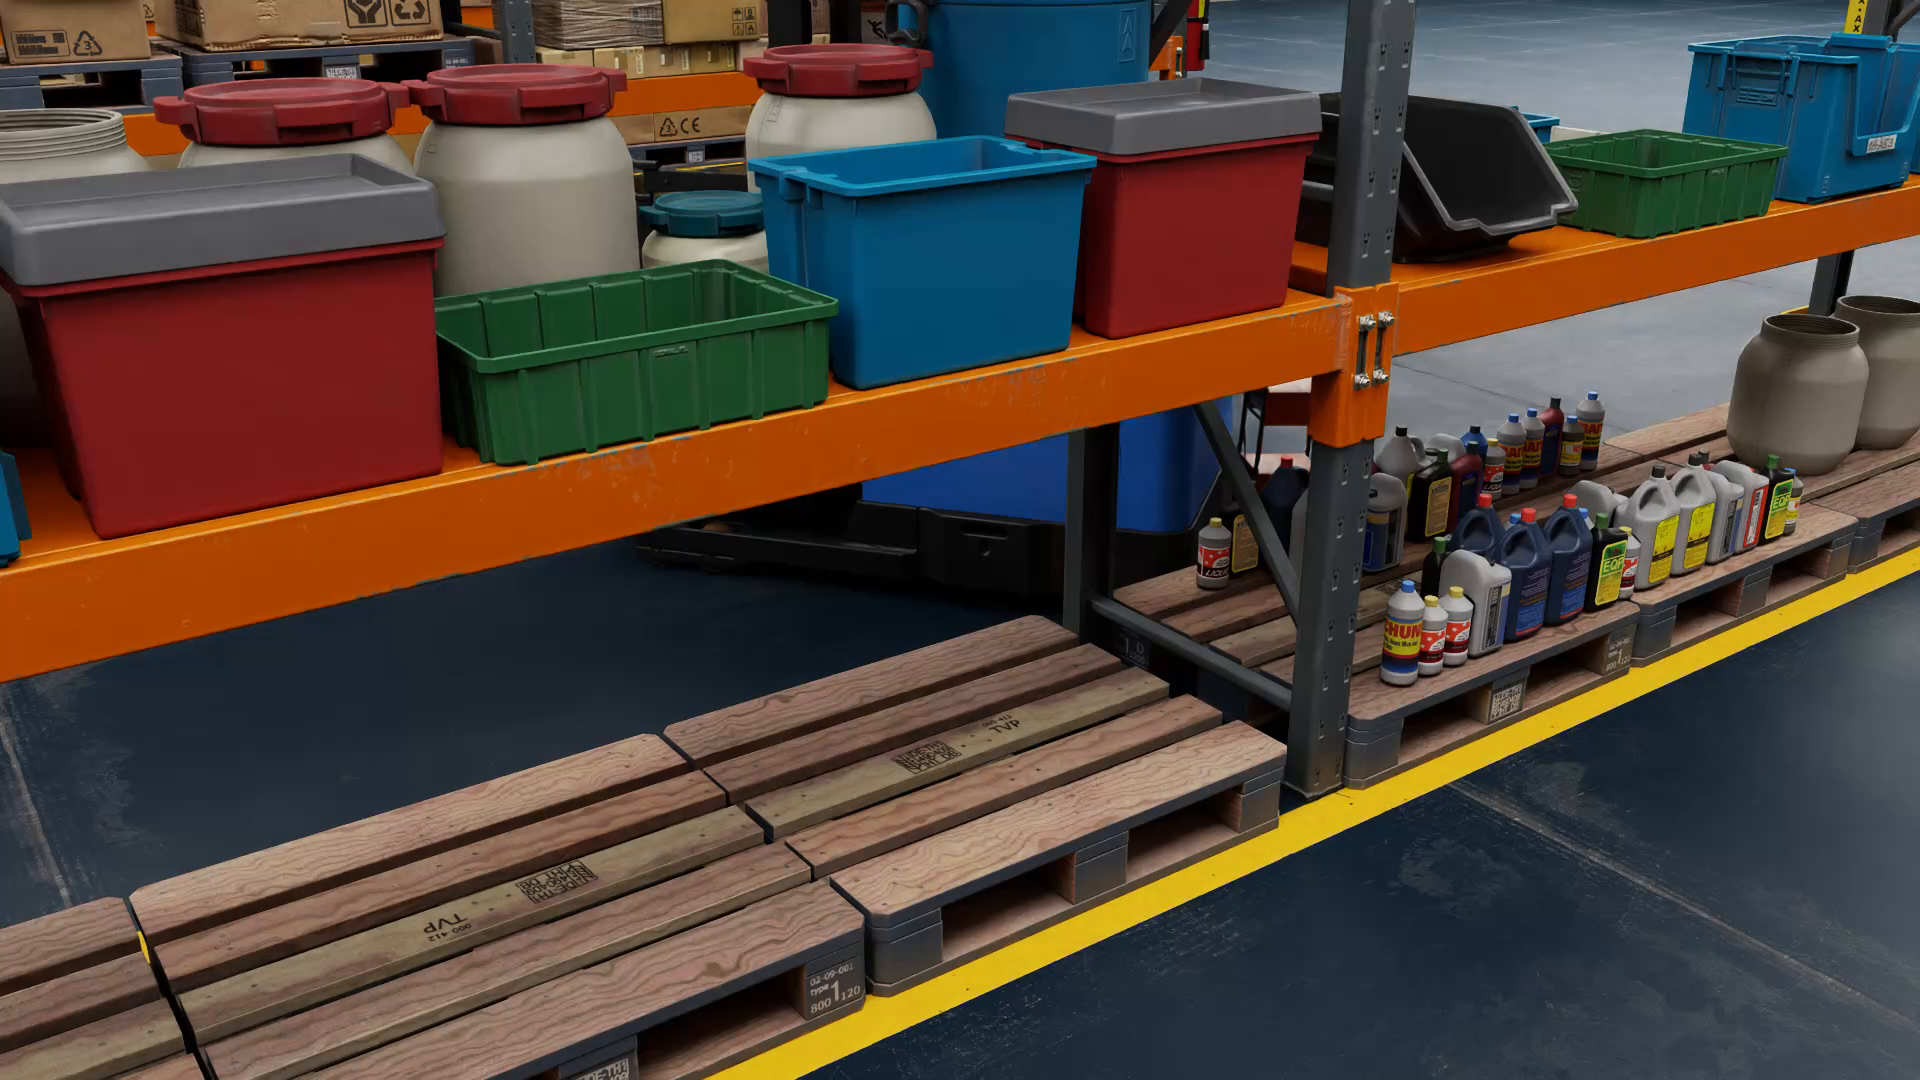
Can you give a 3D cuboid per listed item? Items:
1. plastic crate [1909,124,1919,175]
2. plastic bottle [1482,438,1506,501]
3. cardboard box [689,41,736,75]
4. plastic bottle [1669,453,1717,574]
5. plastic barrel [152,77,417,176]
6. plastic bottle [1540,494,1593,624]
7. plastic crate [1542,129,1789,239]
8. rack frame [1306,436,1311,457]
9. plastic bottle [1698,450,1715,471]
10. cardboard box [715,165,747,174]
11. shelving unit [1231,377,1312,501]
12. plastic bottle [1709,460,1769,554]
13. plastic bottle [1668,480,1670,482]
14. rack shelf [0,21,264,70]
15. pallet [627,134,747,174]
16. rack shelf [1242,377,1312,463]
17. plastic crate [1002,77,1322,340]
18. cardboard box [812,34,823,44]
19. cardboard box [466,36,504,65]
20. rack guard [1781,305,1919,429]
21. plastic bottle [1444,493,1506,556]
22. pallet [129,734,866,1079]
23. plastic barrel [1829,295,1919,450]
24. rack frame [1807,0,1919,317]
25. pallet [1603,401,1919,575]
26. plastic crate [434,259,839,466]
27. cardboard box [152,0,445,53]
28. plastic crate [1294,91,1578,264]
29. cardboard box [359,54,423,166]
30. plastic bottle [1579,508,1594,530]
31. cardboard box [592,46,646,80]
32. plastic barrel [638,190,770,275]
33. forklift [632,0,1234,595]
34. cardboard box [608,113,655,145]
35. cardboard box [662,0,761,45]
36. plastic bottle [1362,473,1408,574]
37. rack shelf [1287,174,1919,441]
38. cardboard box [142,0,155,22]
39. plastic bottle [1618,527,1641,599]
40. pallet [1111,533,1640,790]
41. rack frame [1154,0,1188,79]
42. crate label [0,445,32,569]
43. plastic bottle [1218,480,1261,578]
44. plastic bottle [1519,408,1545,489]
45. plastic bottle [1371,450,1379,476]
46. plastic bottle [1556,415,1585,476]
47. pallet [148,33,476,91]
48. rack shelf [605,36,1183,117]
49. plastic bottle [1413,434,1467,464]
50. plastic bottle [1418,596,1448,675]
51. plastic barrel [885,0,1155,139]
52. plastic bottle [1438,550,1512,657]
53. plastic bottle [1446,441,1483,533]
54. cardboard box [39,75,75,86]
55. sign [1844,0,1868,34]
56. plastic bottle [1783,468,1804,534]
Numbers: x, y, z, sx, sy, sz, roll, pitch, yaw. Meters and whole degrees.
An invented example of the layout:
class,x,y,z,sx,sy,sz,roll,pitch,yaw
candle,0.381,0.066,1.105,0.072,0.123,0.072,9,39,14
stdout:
class,x,y,z,sx,sy,sz,roll,pitch,yaw
plastic crate,3.128,-1.349,5.431,0.408,0.251,0.499,-15,26,-33
plastic bottle,1.797,-0.244,5.643,0.097,0.201,0.097,0,22,0
cardboard box,-1.304,-2.389,8.175,0.250,0.149,0.380,-15,26,-33
plastic bottle,2.190,-0.087,5.047,0.185,0.351,0.144,-14,26,-31
plastic barrel,-1.208,-0.559,3.068,0.433,0.535,0.433,0,22,0
plastic bottle,1.694,0.045,4.716,0.185,0.351,0.144,-16,27,-35
plastic crate,1.910,-1.000,4.642,0.662,0.188,0.450,-15,26,-33
rack frame,1.210,-0.422,5.533,0.008,1.050,0.200,0,22,-9
plastic bottle,2.372,-0.155,5.308,0.133,0.283,0.061,-15,26,-33
cardboard box,-0.982,-1.773,9.098,0.500,0.500,0.500,-18,28,-37
shelving unit,1.090,-0.421,5.515,0.252,1.050,0.215,0,22,-9
plastic bottle,2.435,-0.119,5.229,0.135,0.276,0.152,-15,26,-32
plastic bottle,2.235,-0.088,5.252,0.097,0.201,0.097,0,22,0
rack shelf,-6.687,-3.127,10.656,4.000,0.370,1.077,-15,26,-33
pallet,-2.420,-3.268,13.801,1.213,0.211,1.003,-15,26,-33
rack shelf,1.089,-0.411,5.519,0.240,0.259,0.215,0,22,-9
plastic crate,0.429,-0.723,3.574,0.583,0.464,0.402,-15,26,-33
cardboard box,-0.899,-2.497,8.446,0.250,0.149,0.380,-15,26,-33
cardboard box,-2.246,-2.398,8.198,0.250,0.149,0.380,-15,26,-33
rack guard,3.856,-0.564,6.635,0.348,0.500,1.175,-15,26,-33
plastic bottle,1.457,0.043,4.722,0.185,0.351,0.144,-15,26,-33
pallet,-0.962,0.853,3.475,1.213,0.211,1.003,-15,26,-33
plastic barrel,3.401,-0.630,6.217,0.421,0.512,0.421,0,22,0
rack frame,3.890,-1.756,6.249,0.127,3.000,1.000,-15,26,-33
pallet,3.194,-0.256,6.252,1.213,0.211,1.003,-15,26,-33
plastic crate,-0.605,-0.330,2.961,0.662,0.188,0.450,-15,26,-33
cardboard box,-2.976,-2.724,7.299,1.000,1.000,1.000,-15,26,-33
plastic crate,1.143,-0.936,4.279,0.504,0.338,0.767,-15,26,-33
cardboard box,-4.512,-3.217,12.212,0.875,0.875,0.875,-14,26,-32
plastic bottle,1.792,0.039,4.839,0.097,0.271,0.097,0,22,0
cardboard box,-1.688,-2.269,7.875,0.250,0.149,0.380,-15,26,-33
plastic barrel,-0.520,-0.585,3.502,0.301,0.262,0.301,0,22,0
forklift,-0.597,-1.430,5.524,3.031,2.935,1.130,7,23,16
cardboard box,-3.042,-3.610,13.197,0.875,0.875,0.875,-15,26,-34
cardboard box,-1.421,-2.741,8.182,0.500,0.500,0.875,-15,26,-33
plastic bottle,1.261,-0.058,5.075,0.135,0.276,0.152,-15,26,-33
rack shelf,2.267,-0.989,5.297,4.000,0.370,1.077,-15,26,-33
cardboard box,-5.331,-3.747,11.104,0.500,0.500,0.500,-15,26,-33
plastic bottle,1.938,0.061,4.879,0.097,0.201,0.097,0,22,0
pallet,1.213,0.272,4.929,1.213,0.211,1.003,-15,26,-33
rack frame,0.998,-3.246,9.983,0.127,3.000,1.000,-15,26,-33
crate label,-1.639,-0.174,2.238,0.616,0.435,0.502,-15,26,-33
plastic bottle,0.841,-0.036,5.011,0.133,0.283,0.061,-13,25,-30
plastic bottle,1.959,-0.320,5.738,0.097,0.271,0.097,0,22,0
plastic bottle,1.262,-0.148,5.291,0.133,0.283,0.061,-13,25,-29
plastic bottle,2.153,-0.339,5.881,0.097,0.201,0.097,0,22,0
pallet,-2.954,-2.169,7.544,1.213,0.211,1.003,-15,26,-33
rack shelf,-0.626,-2.479,9.031,4.000,0.370,1.077,-15,26,-33
plastic bottle,1.550,-0.201,5.433,0.135,0.276,0.152,-14,26,-32
plastic bottle,1.241,0.246,4.414,0.097,0.201,0.097,0,22,0
plastic barrel,0.153,-1.130,4.005,0.708,0.901,0.600,-15,26,-33
plastic bottle,1.405,0.156,4.541,0.135,0.276,0.152,-14,26,-31
plastic bottle,1.613,-0.172,5.352,0.133,0.283,0.061,-15,26,-33
cardboard box,-6.300,-2.675,11.022,0.750,0.750,1.050,-15,26,-33
sign,3.573,-2.051,6.615,0.005,0.325,0.100,-15,26,-33
plastic bottle,2.656,-0.131,5.359,0.097,0.201,0.097,0,22,0
